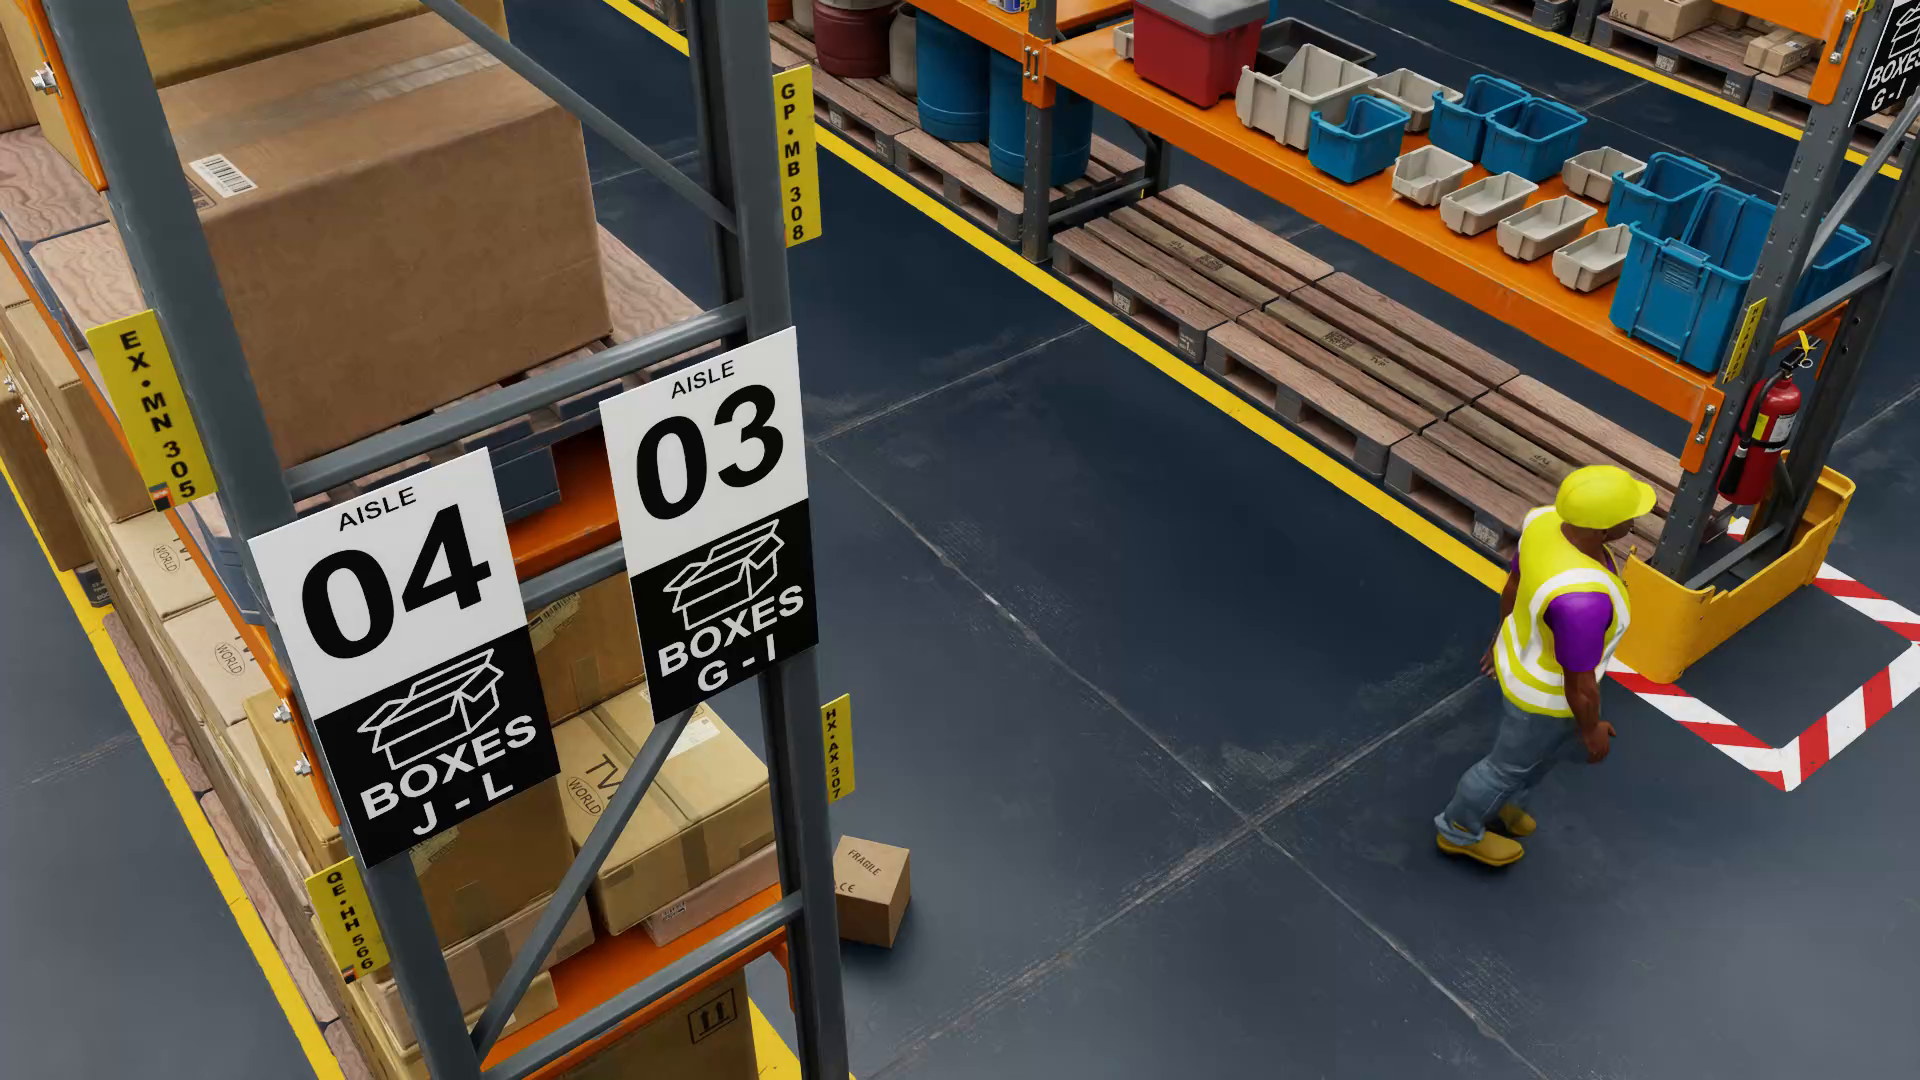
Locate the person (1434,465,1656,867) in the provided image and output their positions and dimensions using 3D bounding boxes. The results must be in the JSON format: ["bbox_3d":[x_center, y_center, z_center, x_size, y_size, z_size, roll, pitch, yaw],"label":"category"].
[{"bbox_3d":[1.981,0.479,5.568,0.504,1.809,0.563,5,40,6],"label":"person"}]
